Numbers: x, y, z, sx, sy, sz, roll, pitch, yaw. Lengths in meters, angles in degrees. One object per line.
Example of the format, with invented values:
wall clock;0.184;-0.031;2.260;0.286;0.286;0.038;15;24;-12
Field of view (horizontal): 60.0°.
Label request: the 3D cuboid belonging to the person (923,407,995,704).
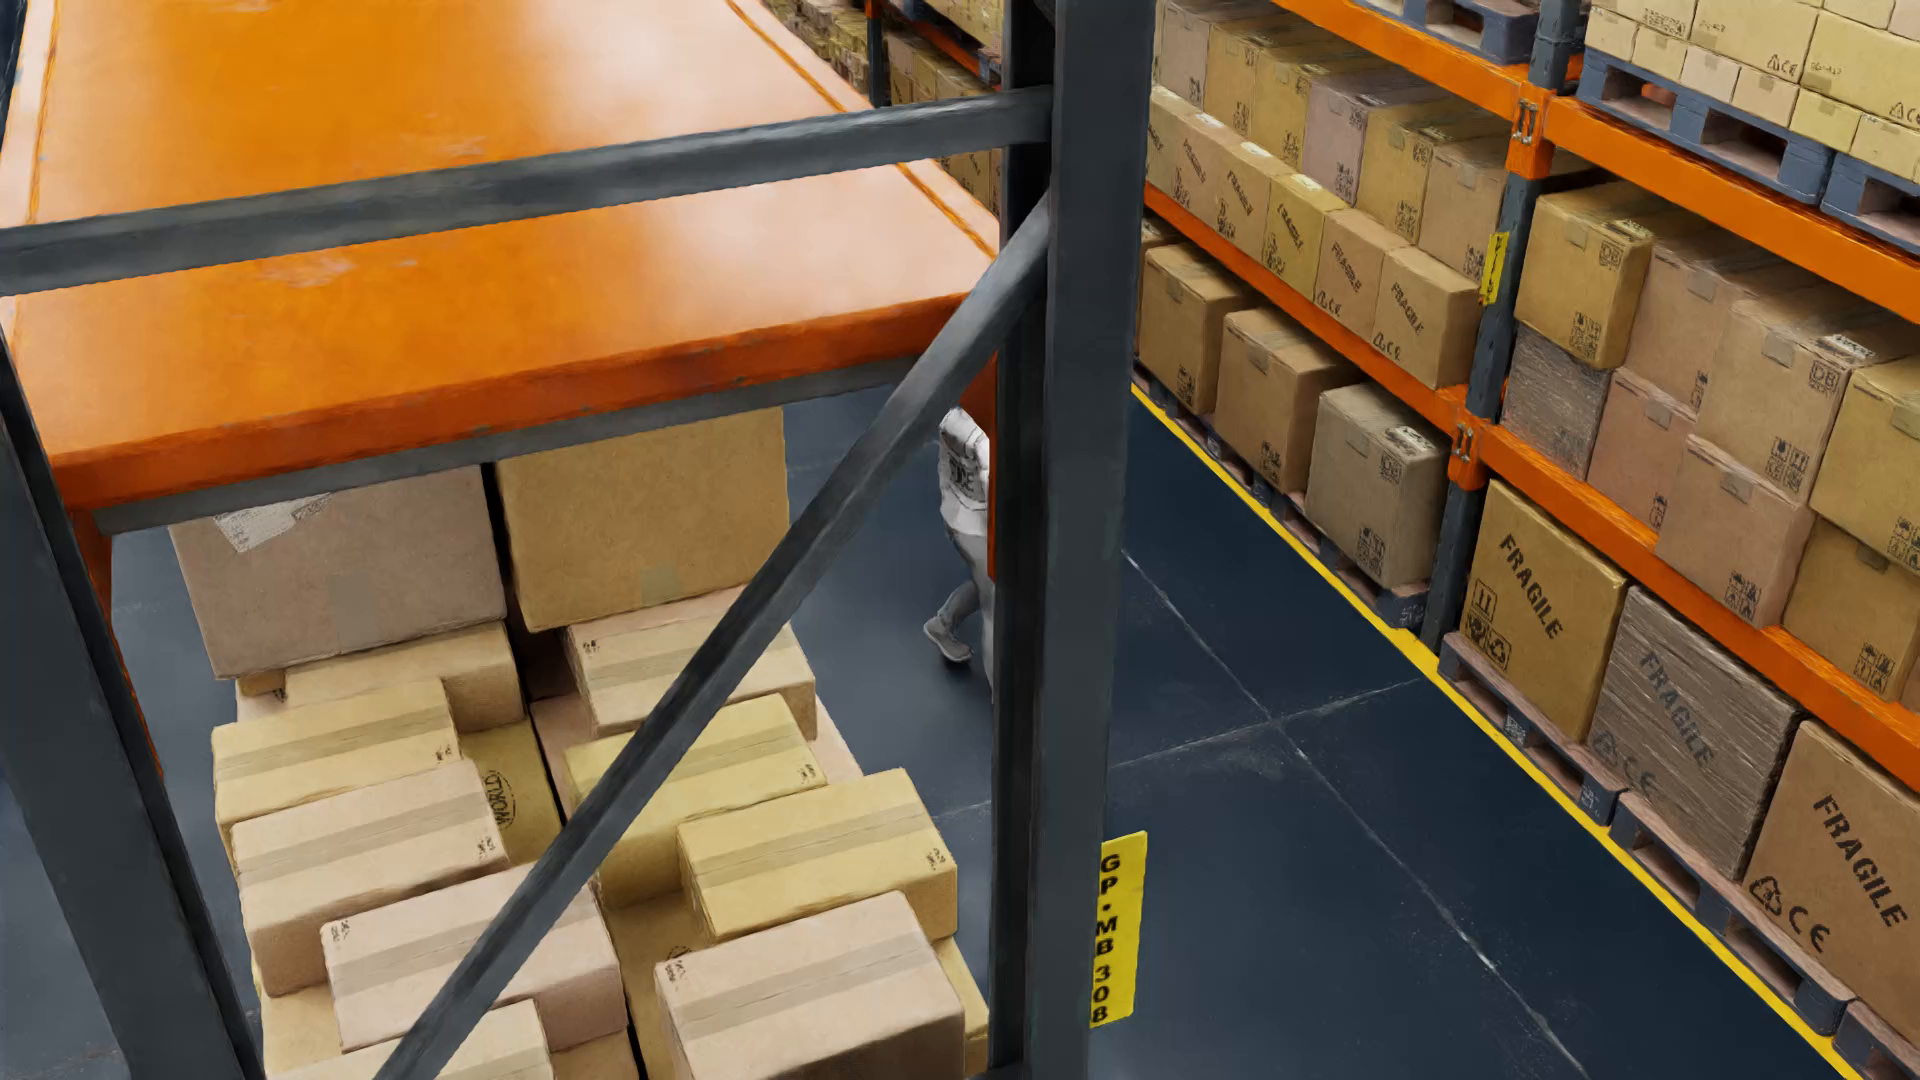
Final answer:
person;0.124;-0.029;7.592;0.460;1.633;0.610;-10;35;-14
